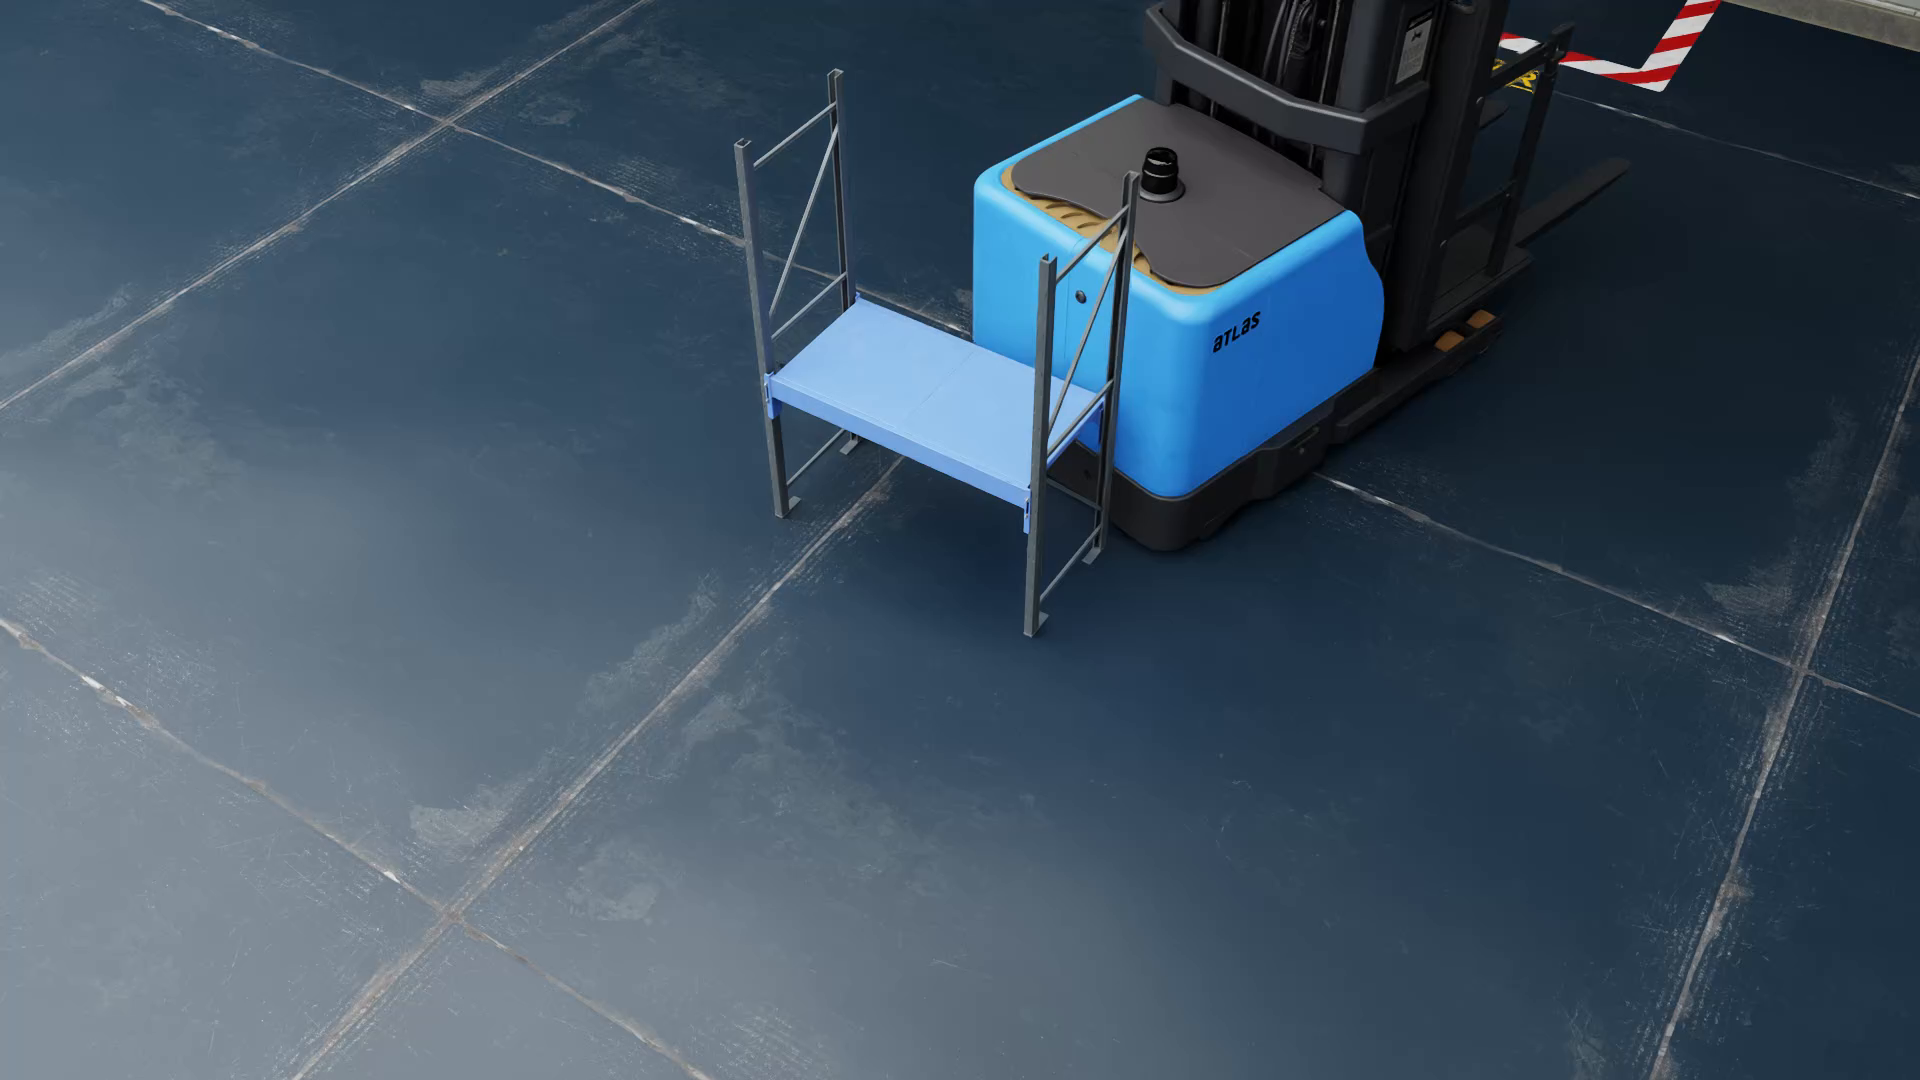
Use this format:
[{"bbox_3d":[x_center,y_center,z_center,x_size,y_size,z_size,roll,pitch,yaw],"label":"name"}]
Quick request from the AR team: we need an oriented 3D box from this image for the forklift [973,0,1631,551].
[{"bbox_3d":[1.465,-1.905,5.557,3.031,2.935,1.130,-33,54,-28],"label":"forklift"}]

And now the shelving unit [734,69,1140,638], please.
[{"bbox_3d":[-0.072,-0.556,5.244,1.048,1.500,0.538,25,51,22],"label":"shelving unit"}]

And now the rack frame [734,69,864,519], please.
[{"bbox_3d":[-0.500,-0.753,5.435,0.032,1.500,0.500,25,51,22],"label":"rack frame"}]

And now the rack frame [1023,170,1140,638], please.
[{"bbox_3d":[0.356,-0.359,5.053,0.032,1.500,0.500,25,51,22],"label":"rack frame"}]

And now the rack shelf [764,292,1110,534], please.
[{"bbox_3d":[-0.072,-0.430,5.373,1.000,0.185,0.538,25,51,22],"label":"rack shelf"}]
